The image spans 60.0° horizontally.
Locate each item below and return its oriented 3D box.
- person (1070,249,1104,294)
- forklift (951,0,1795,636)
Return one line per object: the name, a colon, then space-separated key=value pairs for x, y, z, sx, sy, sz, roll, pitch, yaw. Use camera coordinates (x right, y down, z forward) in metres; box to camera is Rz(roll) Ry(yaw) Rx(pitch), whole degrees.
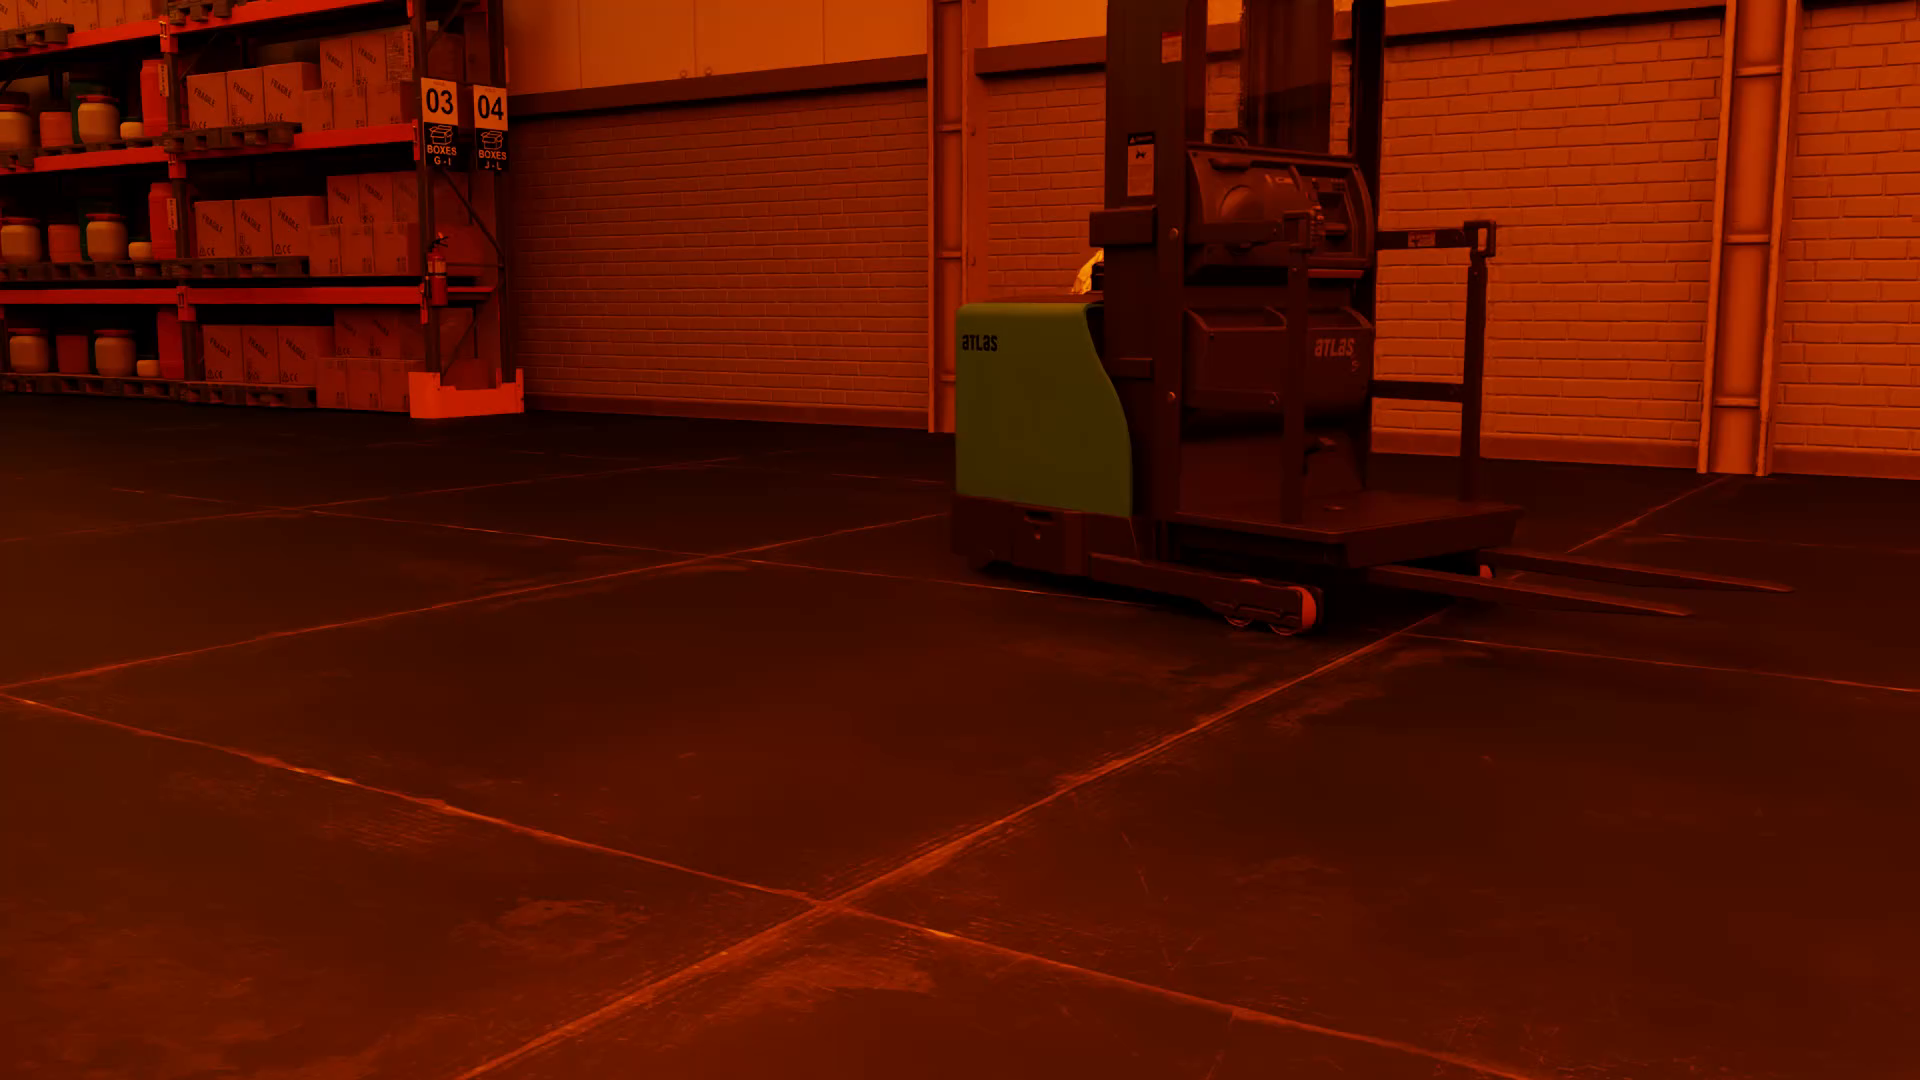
person: x=0.720 y=-0.781 z=7.613 sx=0.850 sy=1.575 sz=0.541 roll=5 pitch=10 yaw=32
forklift: x=1.288 y=-1.218 z=5.757 sx=1.130 sy=2.935 sz=3.031 roll=-7 pitch=10 yaw=-39
